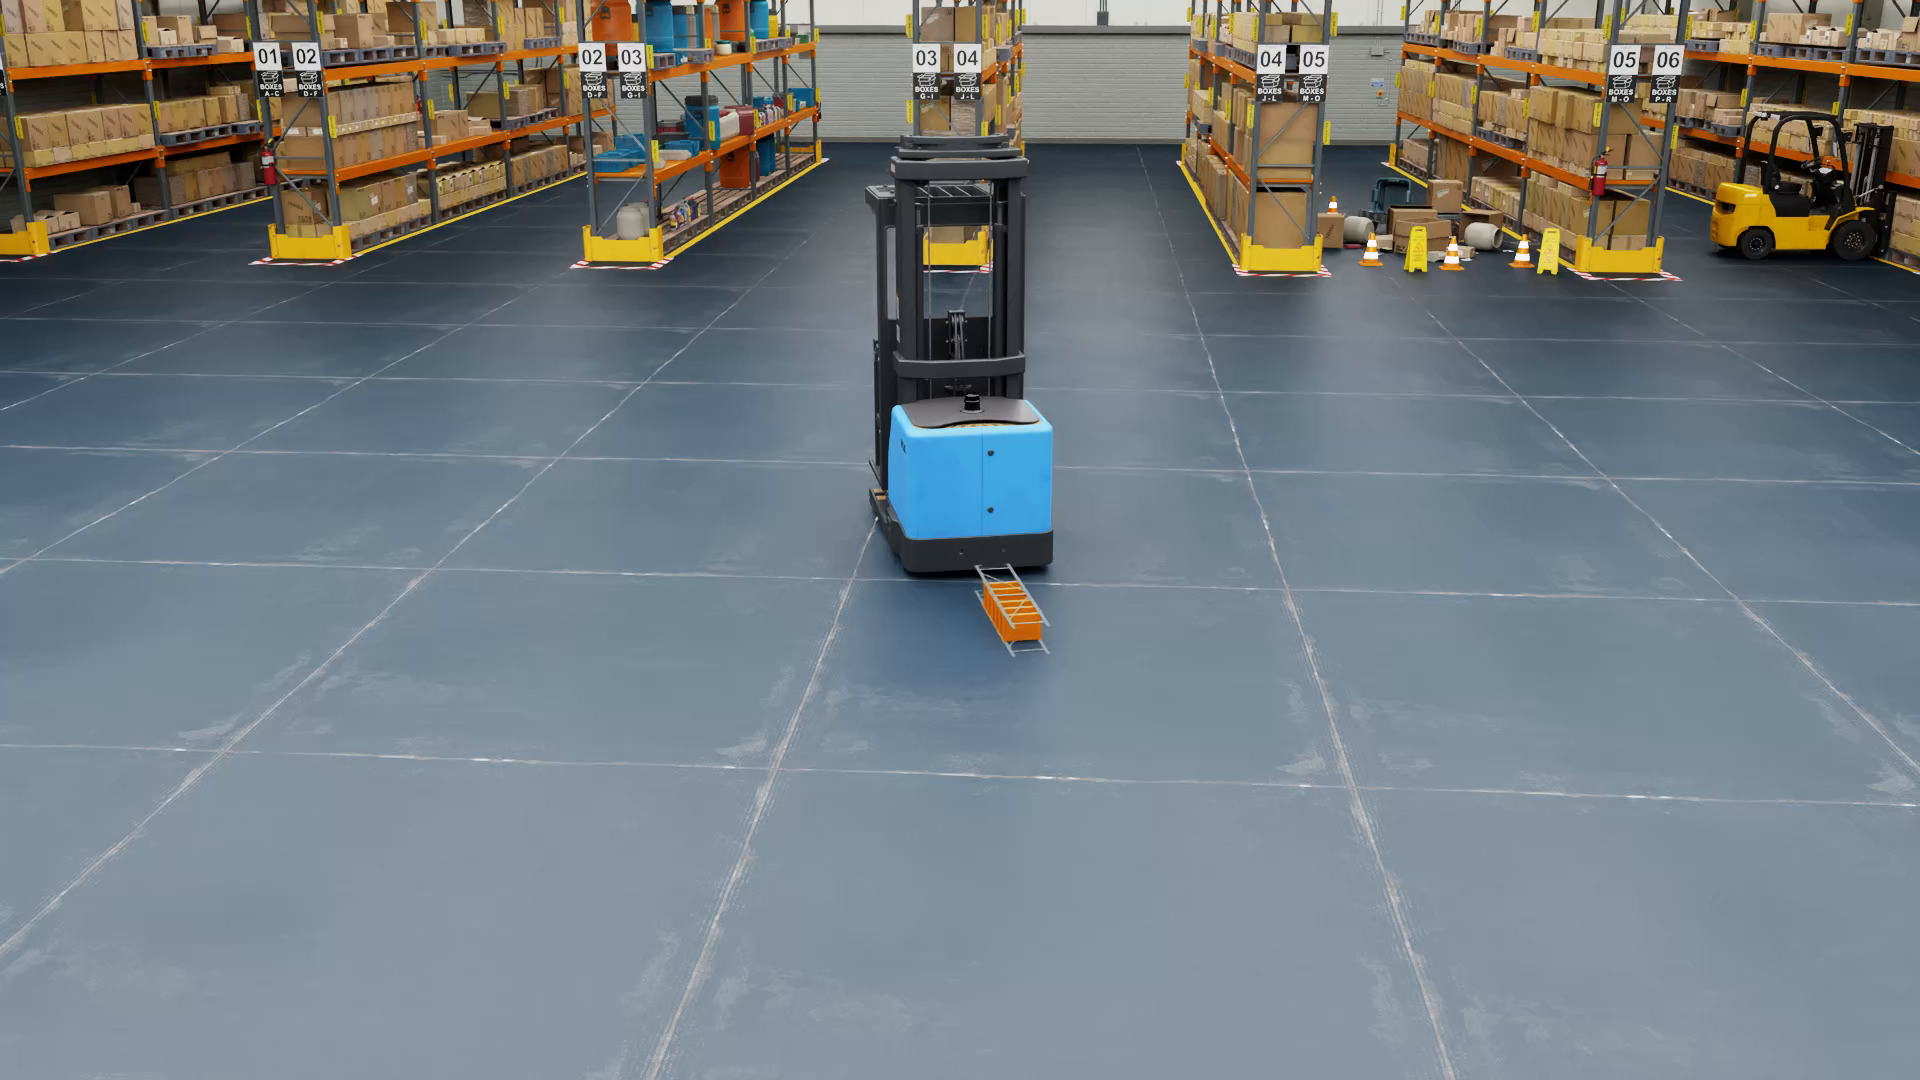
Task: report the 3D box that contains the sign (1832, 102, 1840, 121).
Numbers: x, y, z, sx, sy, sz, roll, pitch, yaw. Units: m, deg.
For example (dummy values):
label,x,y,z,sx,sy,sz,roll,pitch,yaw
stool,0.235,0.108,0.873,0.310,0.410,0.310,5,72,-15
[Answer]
label,x,y,z,sx,sy,sz,roll,pitch,yaw
sign,14.397,-7.038,27.351,0.100,0.325,0.005,1,18,4

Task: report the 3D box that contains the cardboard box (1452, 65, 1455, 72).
label,x,y,z,sx,sy,sz,roll,pitch,yaw
cardboard box,10.393,-10.123,35.693,0.380,0.149,0.250,2,18,5

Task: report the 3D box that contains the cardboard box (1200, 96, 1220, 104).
label,x,y,z,sx,sy,sz,roll,pitch,yaw
cardboard box,4.962,-8.715,32.975,0.380,0.149,0.250,2,18,6

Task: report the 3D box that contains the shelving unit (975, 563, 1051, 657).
label,x,y,z,sx,sy,sz,roll,pitch,yaw
shelving unit,0.328,0.440,10.770,0.258,0.189,1.200,-3,18,-10

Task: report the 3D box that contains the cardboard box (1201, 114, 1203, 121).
label,x,y,z,sx,sy,sz,roll,pitch,yaw
cardboard box,4.926,-8.268,32.567,0.380,0.149,0.250,1,18,4

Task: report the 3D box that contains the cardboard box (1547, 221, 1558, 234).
label,x,y,z,sx,sy,sz,roll,pitch,yaw
cardboard box,9.567,-4.857,26.169,0.500,0.250,0.500,1,18,2

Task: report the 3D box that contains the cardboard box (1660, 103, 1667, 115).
label,x,y,z,sx,sy,sz,roll,pitch,yaw
cardboard box,15.305,-9.234,35.550,0.500,0.250,0.500,2,18,5

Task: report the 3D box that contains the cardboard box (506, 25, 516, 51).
label,x,y,z,sx,sy,sz,roll,pitch,yaw
cardboard box,-9.457,-10.079,33.387,0.910,0.500,0.500,1,18,4

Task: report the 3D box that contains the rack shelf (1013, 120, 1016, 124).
label,x,y,z,sx,sy,sz,roll,pitch,yaw
rack shelf,0.533,-8.368,34.300,1.077,0.370,4.000,1,18,4

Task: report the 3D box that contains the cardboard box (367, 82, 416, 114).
label,x,y,z,sx,sy,sz,roll,pitch,yaw
cardboard box,-9.803,-7.595,28.541,0.700,0.500,0.500,1,18,4

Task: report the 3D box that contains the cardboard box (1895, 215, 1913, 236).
label,x,y,z,sx,sy,sz,roll,pitch,yaw
cardboard box,14.422,-4.718,24.942,0.500,0.250,0.500,1,18,3

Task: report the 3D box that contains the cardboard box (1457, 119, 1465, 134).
label,x,y,z,sx,sy,sz,roll,pitch,yaw
cardboard box,10.072,-8.118,32.623,0.500,0.250,0.500,2,18,5

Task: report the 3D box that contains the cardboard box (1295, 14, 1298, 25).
label,x,y,z,sx,sy,sz,roll,pitch,yaw
cardboard box,5.135,-7.648,24.417,0.380,0.149,0.250,1,18,3

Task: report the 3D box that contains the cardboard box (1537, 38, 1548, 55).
label,x,y,z,sx,sy,sz,roll,pitch,yaw
cardboard box,9.683,-7.991,26.937,0.500,0.250,0.500,1,18,3

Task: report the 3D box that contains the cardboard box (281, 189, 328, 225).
label,x,y,z,sx,sy,sz,roll,pitch,yaw
cardboard box,-10.323,-5.249,26.163,0.500,0.500,0.500,1,18,4

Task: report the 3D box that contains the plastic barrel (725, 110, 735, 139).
label,x,y,z,sx,sy,sz,roll,pitch,yaw
plastic barrel,-4.441,-7.798,31.224,0.421,0.512,0.421,0,18,0

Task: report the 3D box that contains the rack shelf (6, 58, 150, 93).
label,x,y,z,sx,sy,sz,roll,pitch,yaw
rack shelf,-14.862,-7.641,27.263,1.077,0.370,4.000,1,18,4

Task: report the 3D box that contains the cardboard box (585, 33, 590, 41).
label,x,y,z,sx,sy,sz,roll,pitch,yaw
cardboard box,-8.813,-11.519,38.184,0.500,0.250,0.500,1,18,4

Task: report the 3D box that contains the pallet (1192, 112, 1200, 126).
label,x,y,z,sx,sy,sz,roll,pitch,yaw
pallet,5.417,-8.864,34.965,1.003,0.211,1.213,1,18,4

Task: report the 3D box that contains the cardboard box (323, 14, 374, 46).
label,x,y,z,sx,sy,sz,roll,pitch,yaw
cardboard box,-10.021,-8.301,27.057,0.797,0.503,0.637,3,18,10

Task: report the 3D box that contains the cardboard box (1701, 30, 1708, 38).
label,x,y,z,sx,sy,sz,roll,pitch,yaw
cardboard box,14.996,-10.074,33.101,0.380,0.149,0.250,2,18,5

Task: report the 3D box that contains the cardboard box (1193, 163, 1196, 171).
label,x,y,z,sx,sy,sz,roll,pitch,yaw
cardboard box,5.305,-8.163,36.423,0.380,0.149,0.250,2,18,5

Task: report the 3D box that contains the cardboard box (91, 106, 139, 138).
label,x,y,z,sx,sy,sz,roll,pitch,yaw
cardboard box,-14.474,-7.164,28.474,0.500,0.500,0.500,1,18,4

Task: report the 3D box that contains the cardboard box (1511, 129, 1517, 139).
label,x,y,z,sx,sy,sz,roll,pitch,yaw
cardboard box,9.768,-7.034,28.802,0.380,0.149,0.250,1,18,3

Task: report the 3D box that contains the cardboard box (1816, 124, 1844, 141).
label,x,y,z,sx,sy,sz,roll,pitch,yaw
cardboard box,14.719,-6.840,27.920,0.500,0.250,0.500,1,18,3

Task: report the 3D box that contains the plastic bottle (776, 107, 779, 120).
label,x,y,z,sx,sy,sz,roll,pitch,yaw
plastic bottle,-3.941,-9.184,35.821,0.061,0.283,0.133,1,18,4

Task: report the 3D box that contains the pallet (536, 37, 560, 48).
label,x,y,z,sx,sy,sz,roll,pitch,yaw
pallet,-9.321,-10.689,35.711,1.213,0.211,1.003,1,18,4

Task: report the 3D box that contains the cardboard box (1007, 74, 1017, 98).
label,x,y,z,sx,sy,sz,roll,pitch,yaw
cardboard box,1.009,-10.054,36.847,0.500,0.500,0.500,1,18,4

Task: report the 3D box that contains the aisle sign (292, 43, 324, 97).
label,x,y,z,sx,sy,sz,roll,pitch,yaw
aisle sign,-9.764,-7.035,24.900,0.394,0.787,0.004,1,18,4

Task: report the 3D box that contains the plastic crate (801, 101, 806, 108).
label,x,y,z,sx,sy,sz,roll,pitch,yaw
plastic crate,-3.855,-10.330,39.459,0.396,0.136,0.243,1,18,4

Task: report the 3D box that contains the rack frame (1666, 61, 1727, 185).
label,x,y,z,sx,sy,sz,roll,pitch,yaw
rack frame,15.512,-9.001,35.074,1.000,3.000,0.127,1,18,4

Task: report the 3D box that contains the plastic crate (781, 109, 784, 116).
label,x,y,z,sx,sy,sz,roll,pitch,yaw
plastic crate,-4.088,-9.487,36.884,0.396,0.136,0.243,1,18,4

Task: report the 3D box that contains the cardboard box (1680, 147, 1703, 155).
label,x,y,z,sx,sy,sz,roll,pitch,yaw
cardboard box,15.278,-8.127,34.707,0.380,0.149,0.250,1,18,2

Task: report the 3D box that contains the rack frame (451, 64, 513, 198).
label,x,y,z,sx,sy,sz,roll,pitch,yaw
rack frame,-9.491,-8.311,32.971,1.000,3.000,0.127,1,18,4

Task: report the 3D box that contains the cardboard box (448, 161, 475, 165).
label,x,y,z,sx,sy,sz,roll,pitch,yaw
cardboard box,-9.821,-7.315,32.770,0.500,0.311,0.500,2,18,6

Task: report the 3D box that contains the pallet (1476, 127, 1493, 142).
label,x,y,z,sx,sy,sz,roll,pitch,yaw
pallet,10.329,-7.553,30.964,1.213,0.211,1.003,1,18,4

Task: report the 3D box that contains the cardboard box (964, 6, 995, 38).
label,x,y,z,sx,sy,sz,roll,pitch,yaw
cardboard box,0.325,-8.553,27.450,0.500,0.500,0.500,1,18,2

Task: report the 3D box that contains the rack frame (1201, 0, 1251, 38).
label,x,y,z,sx,sy,sz,roll,pitch,yaw
rack frame,5.616,-12.040,34.716,1.000,3.000,0.127,1,18,4

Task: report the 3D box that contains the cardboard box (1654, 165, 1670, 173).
label,x,y,z,sx,sy,sz,roll,pitch,yaw
cardboard box,15.259,-8.025,36.001,0.380,0.149,0.250,1,18,2

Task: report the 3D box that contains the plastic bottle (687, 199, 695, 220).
label,x,y,z,sx,sy,sz,roll,pitch,yaw
plastic bottle,-4.610,-5.642,28.370,0.144,0.351,0.185,0,18,1

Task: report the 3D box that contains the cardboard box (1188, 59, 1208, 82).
label,x,y,z,sx,sy,sz,roll,pitch,yaw
cardboard box,5.606,-10.962,38.816,0.500,0.500,0.500,1,18,4

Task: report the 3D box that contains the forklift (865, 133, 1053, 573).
label,x,y,z,sx,sy,sz,roll,pitch,yaw
forklift,-0.110,-1.586,12.557,1.130,2.935,3.031,-3,18,-10

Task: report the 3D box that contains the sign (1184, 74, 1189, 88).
label,x,y,z,sx,sy,sz,roll,pitch,yaw
sign,5.362,-10.855,39.343,0.100,0.325,0.005,1,18,4

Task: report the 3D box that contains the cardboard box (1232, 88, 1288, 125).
label,x,y,z,sx,sy,sz,roll,pitch,yaw
cardboard box,4.982,-7.175,27.528,0.875,0.550,0.550,1,18,4

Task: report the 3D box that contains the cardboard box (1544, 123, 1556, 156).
label,x,y,z,sx,sy,sz,roll,pitch,yaw
cardboard box,9.616,-6.372,26.414,0.500,0.500,0.500,1,18,3

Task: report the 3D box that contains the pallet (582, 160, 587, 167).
label,x,y,z,sx,sy,sz,roll,pitch,yaw
pallet,-9.069,-8.822,39.007,1.003,0.211,1.213,1,18,4

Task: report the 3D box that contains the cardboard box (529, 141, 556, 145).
label,x,y,z,sx,sy,sz,roll,pitch,yaw
cardboard box,-9.446,-8.758,37.642,0.500,0.500,0.500,1,18,4

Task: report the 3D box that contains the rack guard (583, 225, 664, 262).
label,x,y,z,sx,sy,sz,roll,pitch,yaw
rack guard,-5.165,-4.552,25.512,1.175,0.500,0.348,1,18,4

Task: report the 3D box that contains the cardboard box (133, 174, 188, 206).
label,x,y,z,sx,sy,sz,roll,pitch,yaw
cardboard box,-14.683,-6.429,30.533,0.700,0.500,0.500,2,18,6

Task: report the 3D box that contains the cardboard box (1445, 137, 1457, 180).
label,x,y,z,sx,sy,sz,roll,pitch,yaw
cardboard box,10.539,-7.825,34.224,0.875,0.875,0.875,2,18,6

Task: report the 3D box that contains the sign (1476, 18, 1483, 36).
label,x,y,z,sx,sy,sz,roll,pitch,yaw
sign,9.721,-9.592,31.103,0.100,0.325,0.005,1,18,4

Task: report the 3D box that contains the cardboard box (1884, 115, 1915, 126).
label,x,y,z,sx,sy,sz,roll,pitch,yaw
cardboard box,14.607,-6.519,25.820,0.380,0.149,0.250,1,18,4
